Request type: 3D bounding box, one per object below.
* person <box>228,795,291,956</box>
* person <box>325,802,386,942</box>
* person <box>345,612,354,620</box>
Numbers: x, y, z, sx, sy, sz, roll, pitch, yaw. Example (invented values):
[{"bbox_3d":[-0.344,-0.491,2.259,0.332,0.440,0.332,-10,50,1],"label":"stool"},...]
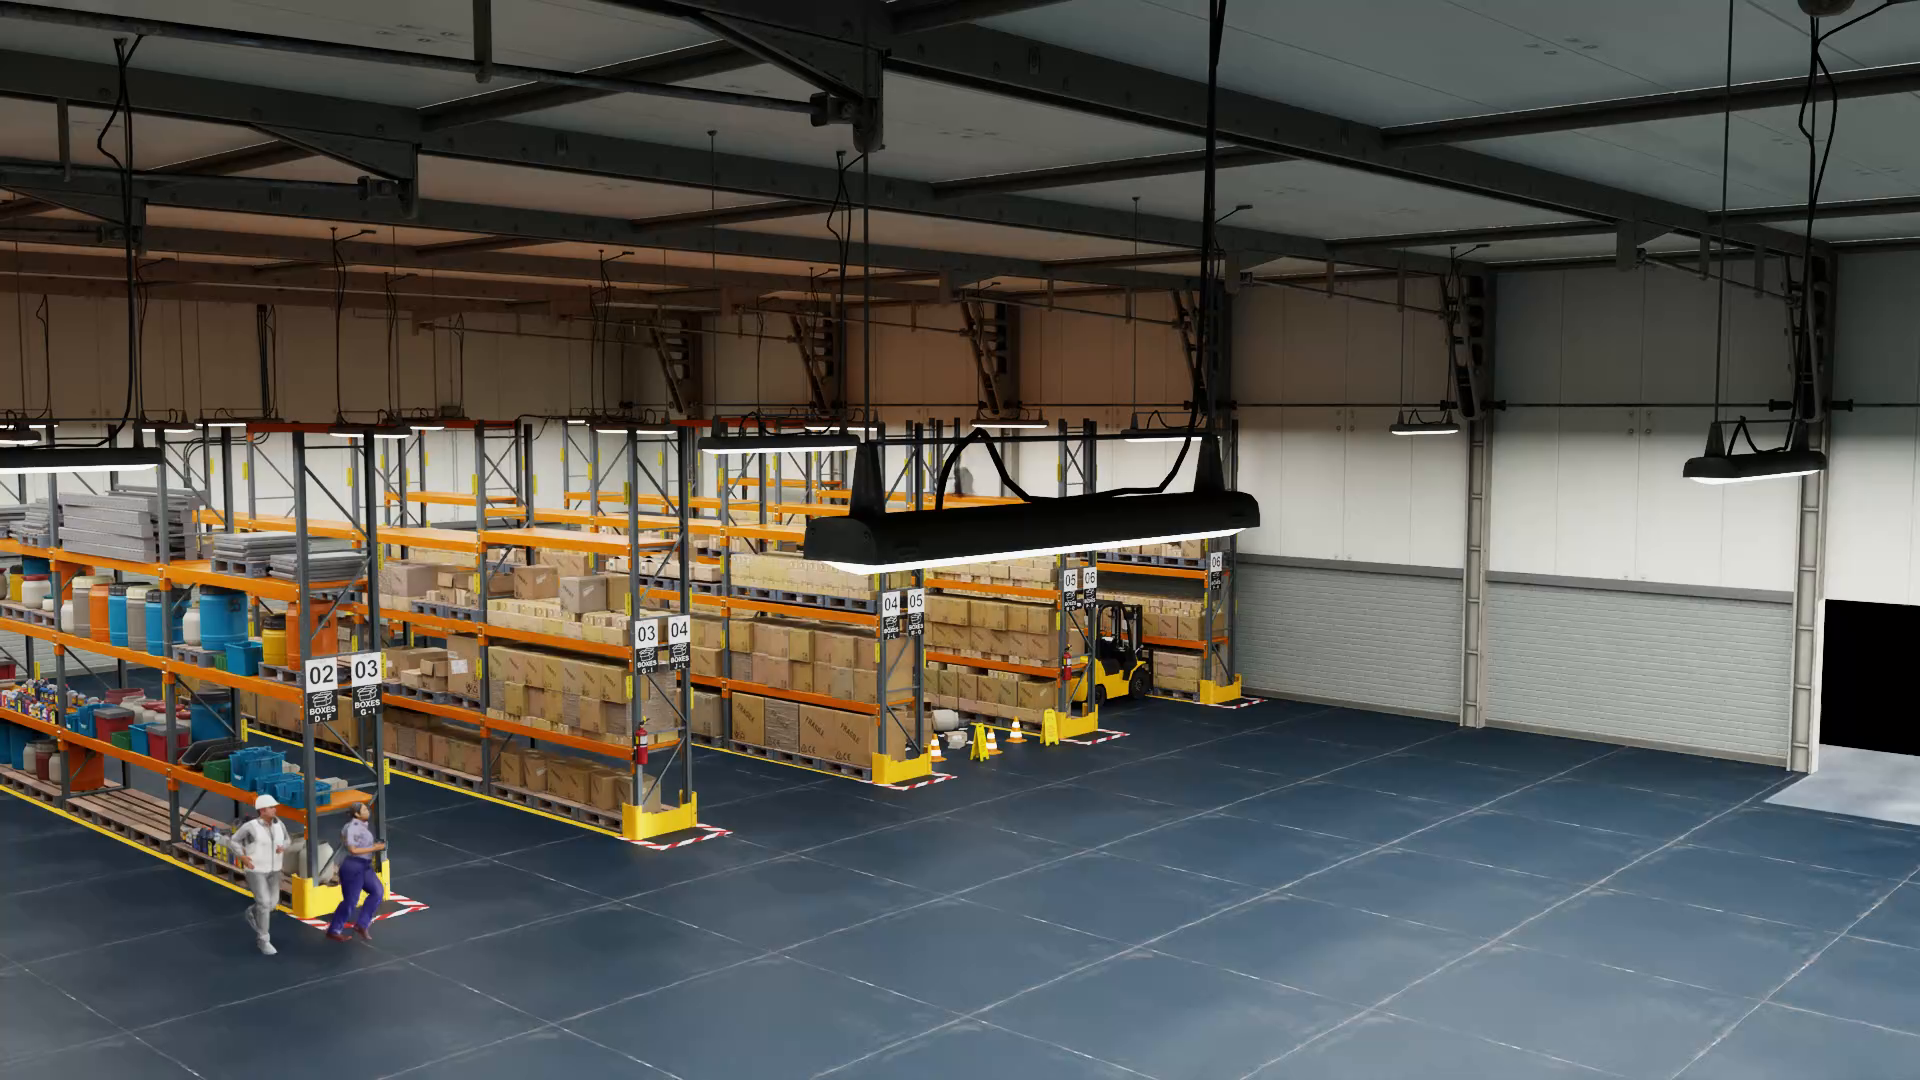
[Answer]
[{"bbox_3d":[-8.149,3.868,19.528,0.945,1.762,0.671,3,5,31],"label":"person"},{"bbox_3d":[-7.113,3.931,19.651,0.695,1.687,0.604,-1,5,-8],"label":"person"},{"bbox_3d":[-13.699,2.447,37.212,0.759,1.716,0.553,-2,5,-19],"label":"person"}]
